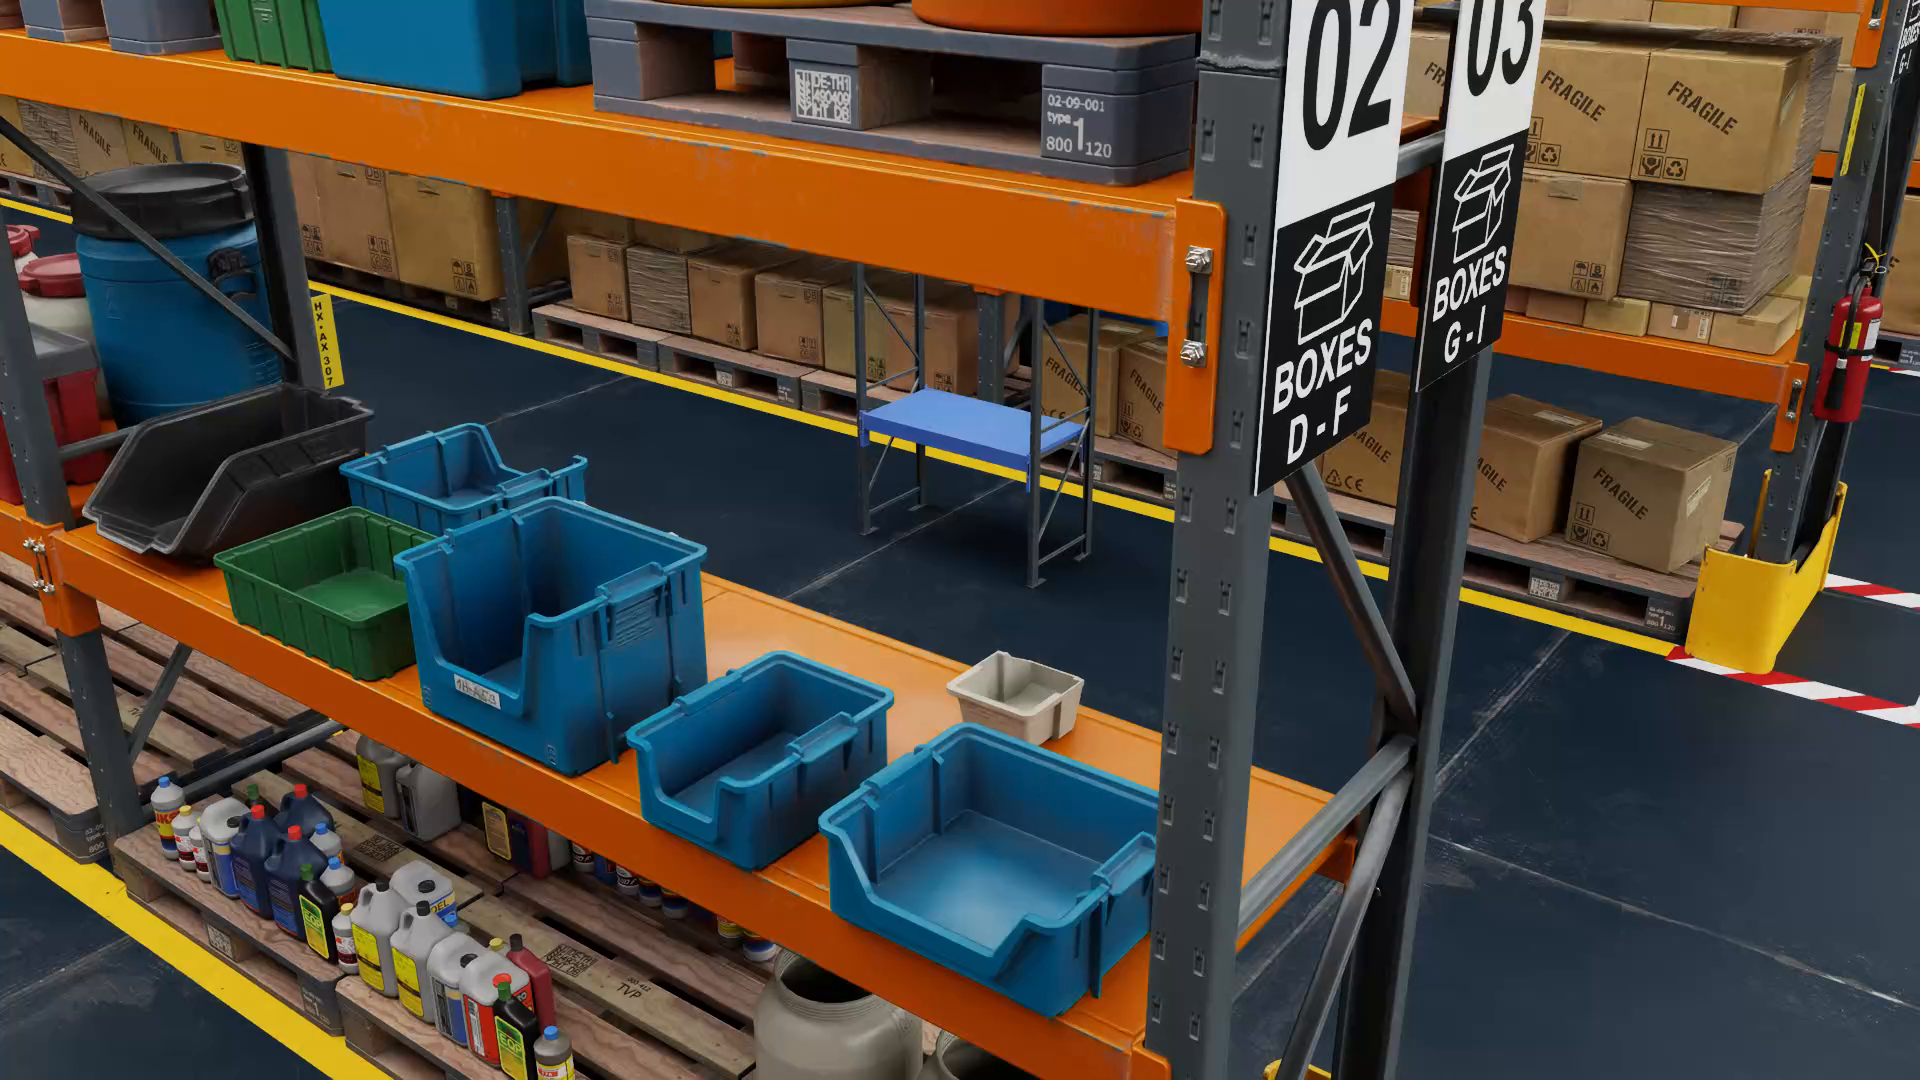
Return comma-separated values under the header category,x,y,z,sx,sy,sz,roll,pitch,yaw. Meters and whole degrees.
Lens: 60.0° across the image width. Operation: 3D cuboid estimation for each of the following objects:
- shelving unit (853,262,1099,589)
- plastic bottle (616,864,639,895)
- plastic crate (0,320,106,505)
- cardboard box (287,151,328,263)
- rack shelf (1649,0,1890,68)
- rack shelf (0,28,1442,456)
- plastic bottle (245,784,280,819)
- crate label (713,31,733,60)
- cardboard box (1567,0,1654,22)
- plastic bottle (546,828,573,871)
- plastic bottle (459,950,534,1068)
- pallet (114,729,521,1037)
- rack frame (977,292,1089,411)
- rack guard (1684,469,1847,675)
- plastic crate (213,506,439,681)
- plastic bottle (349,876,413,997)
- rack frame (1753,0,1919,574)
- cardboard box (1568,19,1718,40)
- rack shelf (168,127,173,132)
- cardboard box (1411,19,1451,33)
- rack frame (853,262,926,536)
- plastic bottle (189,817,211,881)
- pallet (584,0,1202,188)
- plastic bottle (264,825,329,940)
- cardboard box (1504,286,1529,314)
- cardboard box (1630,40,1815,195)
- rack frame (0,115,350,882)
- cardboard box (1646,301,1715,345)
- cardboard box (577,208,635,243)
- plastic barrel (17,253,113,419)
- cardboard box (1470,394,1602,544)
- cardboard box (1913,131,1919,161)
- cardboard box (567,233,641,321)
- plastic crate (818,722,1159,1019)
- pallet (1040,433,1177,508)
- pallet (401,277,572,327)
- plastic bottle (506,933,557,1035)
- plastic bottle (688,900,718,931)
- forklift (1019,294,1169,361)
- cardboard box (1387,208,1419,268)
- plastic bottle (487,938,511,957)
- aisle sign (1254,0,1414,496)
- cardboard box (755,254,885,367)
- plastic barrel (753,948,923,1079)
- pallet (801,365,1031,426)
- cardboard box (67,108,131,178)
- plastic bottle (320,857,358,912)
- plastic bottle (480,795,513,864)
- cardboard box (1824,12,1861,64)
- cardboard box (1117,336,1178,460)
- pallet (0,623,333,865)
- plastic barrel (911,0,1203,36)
category,x,y,z,sx,sy,sz,roll,pitch,yaw
shelving unit,0.068,-0.666,7.901,1.048,1.500,0.538,17,29,33
plastic bottle,-1.028,0.997,5.191,0.097,0.201,0.097,0,24,0
plastic crate,-3.102,-0.427,5.419,0.583,0.464,0.402,17,29,33
cardboard box,-4.722,-2.767,12.925,0.875,0.875,1.225,16,28,32
rack shelf,2.040,-2.537,7.460,4.000,0.370,1.077,17,29,33
rack shelf,-0.930,-0.939,3.833,4.000,0.370,1.077,17,29,33
plastic bottle,-2.200,0.916,5.274,0.133,0.283,0.061,17,29,33
crate label,-0.630,-1.276,3.889,0.408,0.251,0.502,17,29,33
cardboard box,4.629,-3.745,11.504,0.550,0.550,0.875,17,29,33
plastic bottle,-1.303,0.894,5.333,0.135,0.276,0.152,17,29,34
plastic bottle,-1.248,1.261,4.501,0.135,0.276,0.152,17,29,34
pallet,-2.018,1.073,5.553,1.213,0.211,1.003,17,29,33
rack frame,0.440,-1.977,9.017,0.127,3.000,1.000,17,29,33
rack guard,3.580,0.116,7.367,0.348,0.500,1.175,17,29,33
plastic crate,-1.614,0.137,4.481,0.662,0.188,0.450,17,29,33
plastic bottle,-1.643,1.109,4.752,0.185,0.351,0.144,17,29,33
rack frame,3.640,-1.010,6.822,0.127,3.000,1.000,17,29,33
cardboard box,2.968,-1.993,7.321,0.500,0.500,0.500,17,29,33
rack shelf,-7.562,-4.066,14.650,4.000,0.370,1.077,17,29,33
cardboard box,1.855,-2.067,7.488,0.500,0.500,0.500,17,29,33
rack frame,-0.338,-0.789,8.180,0.032,1.500,0.500,17,29,33
plastic bottle,-2.376,0.968,5.258,0.097,0.201,0.097,0,24,0
pallet,0.067,-0.930,3.154,1.213,0.211,1.003,17,29,33
plastic bottle,-1.983,1.007,4.985,0.185,0.351,0.144,15,28,31
cardboard box,2.492,-1.141,7.431,0.250,0.149,0.380,17,29,33
cardboard box,3.052,-1.702,6.661,0.500,0.500,0.500,17,29,33
rack frame,-2.531,-0.379,5.390,0.127,3.000,1.000,17,29,33
cardboard box,3.089,-0.958,7.015,0.250,0.149,0.380,17,29,33
cardboard box,-2.207,-2.193,11.131,0.500,0.250,0.500,18,30,35
plastic barrel,-3.165,-0.743,6.048,0.433,0.535,0.433,0,24,0
cardboard box,2.652,-0.348,7.899,0.500,0.500,0.500,-17,29,-34
cardboard box,6.372,-2.729,10.538,0.550,0.550,0.875,17,29,33
cardboard box,-2.213,-1.846,11.275,0.500,0.500,0.700,15,28,31
plastic crate,0.090,0.632,3.280,0.616,0.251,0.499,17,29,33
pallet,0.998,-0.550,9.236,1.213,0.211,1.003,17,29,33
pallet,-3.347,-1.883,12.262,1.213,0.211,1.003,17,29,33
plastic bottle,-1.184,1.223,4.577,0.133,0.283,0.061,17,29,33
plastic bottle,-0.764,1.030,5.015,0.133,0.283,0.061,17,29,34
forklift,0.323,-2.743,10.840,3.031,2.935,1.130,16,29,32
cardboard box,2.371,-1.551,7.556,0.500,0.500,0.875,17,29,33
plastic bottle,-1.299,1.217,4.693,0.097,0.201,0.097,0,24,0
aisle sign,0.549,-0.488,2.414,0.004,0.787,0.394,17,29,33
cardboard box,-0.857,-1.446,10.367,0.500,0.500,0.700,14,27,29
plastic barrel,-0.304,1.279,4.192,0.421,0.512,0.421,0,24,0
pallet,-0.184,-0.889,10.005,1.213,0.211,1.003,17,29,33
cardboard box,-7.162,-3.535,14.666,0.875,0.875,0.875,17,29,33
plastic bottle,-1.843,1.066,4.948,0.097,0.271,0.097,0,24,0
plastic bottle,-1.472,0.889,5.335,0.133,0.283,0.061,17,29,33
cardboard box,5.927,-3.354,10.617,0.550,0.550,0.875,17,29,33
cardboard box,1.199,-0.780,8.879,0.500,0.500,0.500,-16,28,-31
pallet,-3.182,0.720,6.355,1.213,0.211,1.003,17,29,33
plastic barrel,0.205,-1.250,2.592,0.708,0.830,0.600,17,29,33
